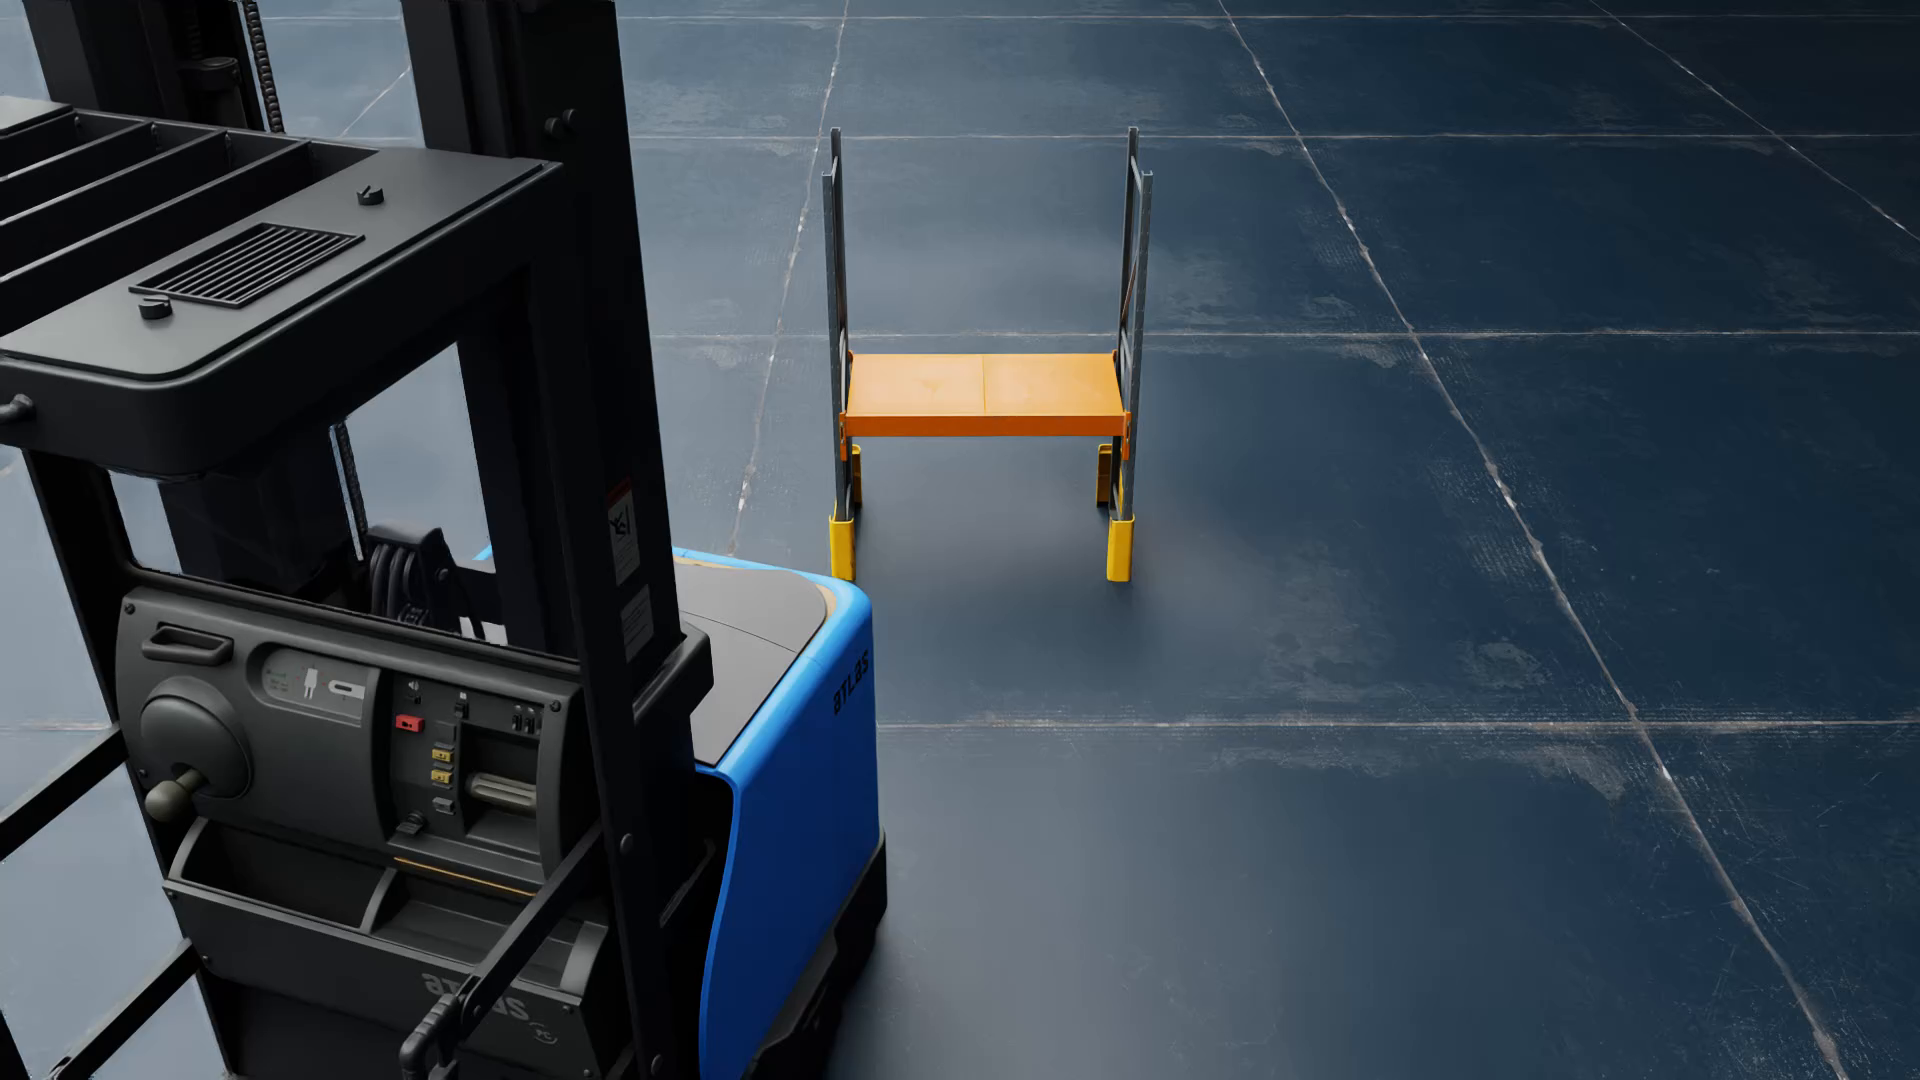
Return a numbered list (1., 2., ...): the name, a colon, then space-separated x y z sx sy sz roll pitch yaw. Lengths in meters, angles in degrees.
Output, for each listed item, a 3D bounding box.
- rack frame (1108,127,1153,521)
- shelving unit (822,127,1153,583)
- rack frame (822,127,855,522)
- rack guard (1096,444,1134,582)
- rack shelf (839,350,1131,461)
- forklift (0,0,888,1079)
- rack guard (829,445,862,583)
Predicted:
1. rack frame: 0.594 -0.643 5.864 0.032 1.500 0.500 0 31 0
2. shelving unit: 0.076 -0.641 5.861 1.083 1.500 0.587 0 31 0
3. rack frame: -0.423 -0.640 5.859 0.032 1.500 0.500 0 31 0
4. rack guard: 0.574 -0.109 6.188 0.087 0.250 0.587 0 31 0
5. rack shelf: 0.085 -0.488 5.955 1.000 0.185 0.538 0 31 0
6. forklift: -1.165 0.407 2.754 1.130 2.935 3.031 10 33 16
7. rack guard: -0.422 -0.106 6.183 0.087 0.250 0.587 0 31 0
